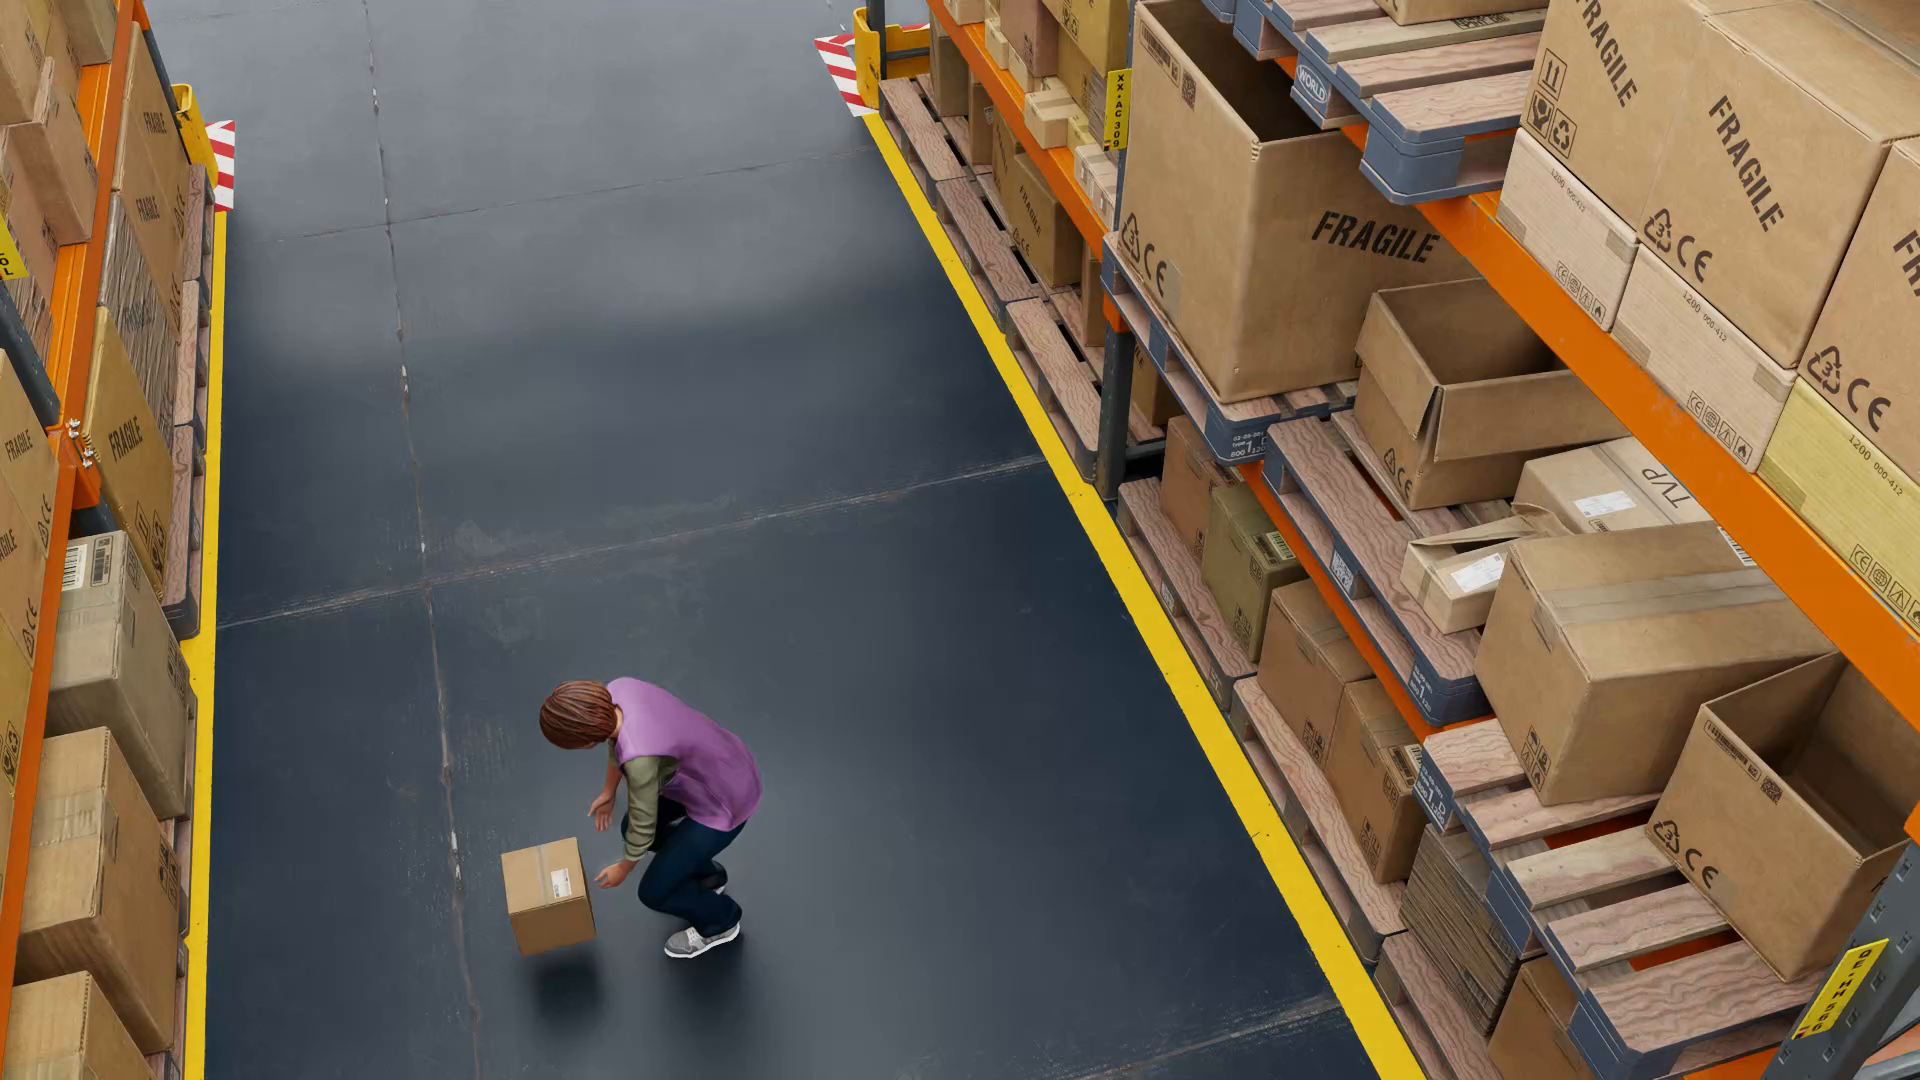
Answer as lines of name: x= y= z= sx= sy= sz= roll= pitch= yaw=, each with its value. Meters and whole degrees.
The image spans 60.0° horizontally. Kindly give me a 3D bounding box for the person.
person: x=-0.953 y=0.892 z=5.423 sx=0.638 sy=1.311 sz=0.462 roll=-12 pitch=44 yaw=-13
